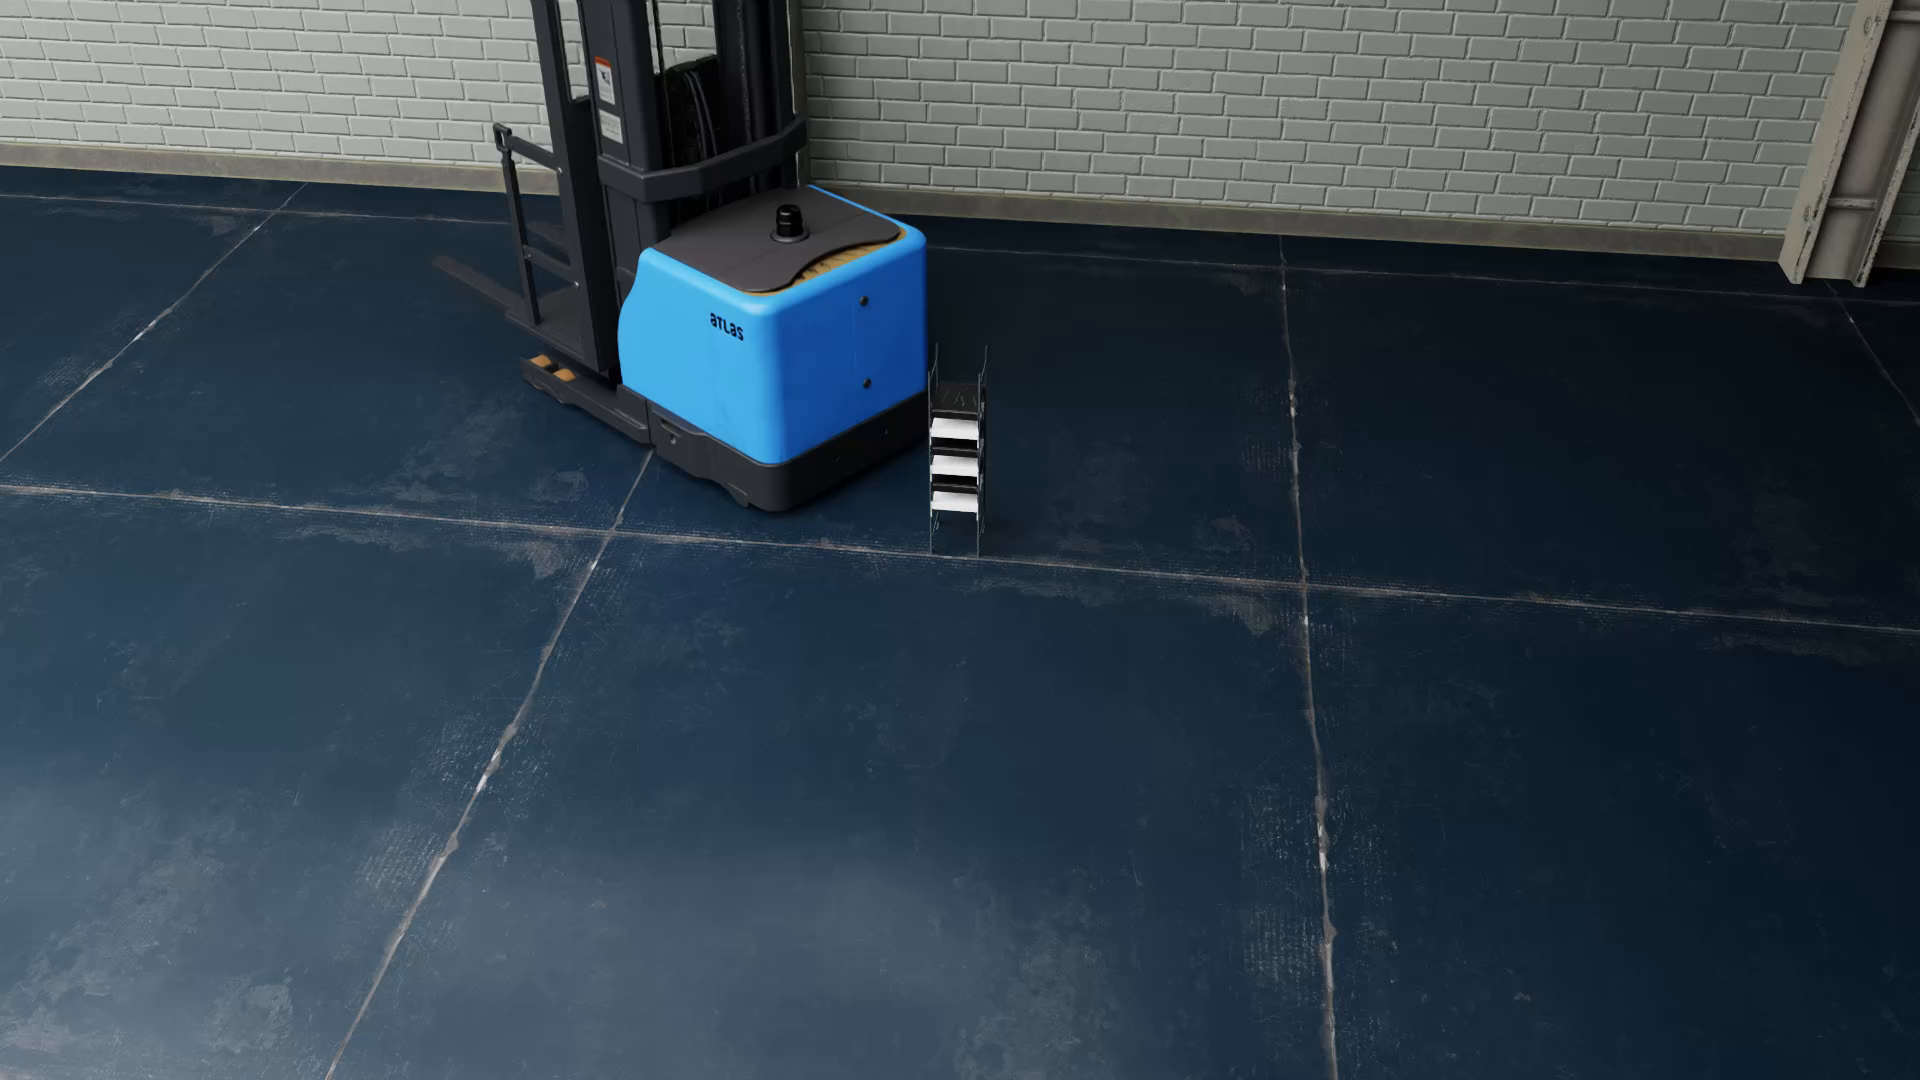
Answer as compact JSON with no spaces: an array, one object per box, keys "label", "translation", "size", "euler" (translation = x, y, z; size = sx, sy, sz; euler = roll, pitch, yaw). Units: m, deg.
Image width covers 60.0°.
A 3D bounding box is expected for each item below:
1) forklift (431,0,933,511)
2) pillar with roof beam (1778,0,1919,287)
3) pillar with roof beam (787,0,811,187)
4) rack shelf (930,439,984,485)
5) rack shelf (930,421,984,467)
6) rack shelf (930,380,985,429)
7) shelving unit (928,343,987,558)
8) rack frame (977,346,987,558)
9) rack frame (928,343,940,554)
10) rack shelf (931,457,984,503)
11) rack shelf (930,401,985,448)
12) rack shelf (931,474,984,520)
[{"label":"forklift","translation":[-1.542,-2.061,7.615],"size":[3.031,2.935,1.130],"euler":[29,45,34]},{"label":"pillar with roof beam","translation":[4.294,-2.685,3.265],"size":[0.400,9.000,9.100],"euler":[4,36,6]},{"label":"pillar with roof beam","translation":[-1.657,-3.129,3.887],"size":[0.400,9.000,9.100],"euler":[4,36,6]},{"label":"rack shelf","translation":[-0.008,-0.340,7.009],"size":[0.200,0.077,0.258],"euler":[4,36,6]},{"label":"rack shelf","translation":[-0.008,-0.413,6.956],"size":[0.200,0.077,0.258],"euler":[4,36,6]},{"label":"rack shelf","translation":[-0.008,-0.560,6.852],"size":[0.200,0.077,0.258],"euler":[4,36,6]},{"label":"shelving unit","translation":[-0.008,-0.367,6.989],"size":[0.210,0.900,0.258],"euler":[4,36,6]},{"label":"rack frame","translation":[0.093,-0.359,6.979],"size":[0.006,0.900,0.240],"euler":[4,36,6]},{"label":"rack frame","translation":[-0.109,-0.374,7.000],"size":[0.006,0.900,0.240],"euler":[4,36,6]},{"label":"rack shelf","translation":[-0.008,-0.266,7.061],"size":[0.200,0.077,0.258],"euler":[4,36,6]},{"label":"rack shelf","translation":[-0.008,-0.486,6.904],"size":[0.200,0.077,0.258],"euler":[4,36,6]},{"label":"rack shelf","translation":[-0.008,-0.193,7.113],"size":[0.200,0.077,0.258],"euler":[4,36,6]}]
